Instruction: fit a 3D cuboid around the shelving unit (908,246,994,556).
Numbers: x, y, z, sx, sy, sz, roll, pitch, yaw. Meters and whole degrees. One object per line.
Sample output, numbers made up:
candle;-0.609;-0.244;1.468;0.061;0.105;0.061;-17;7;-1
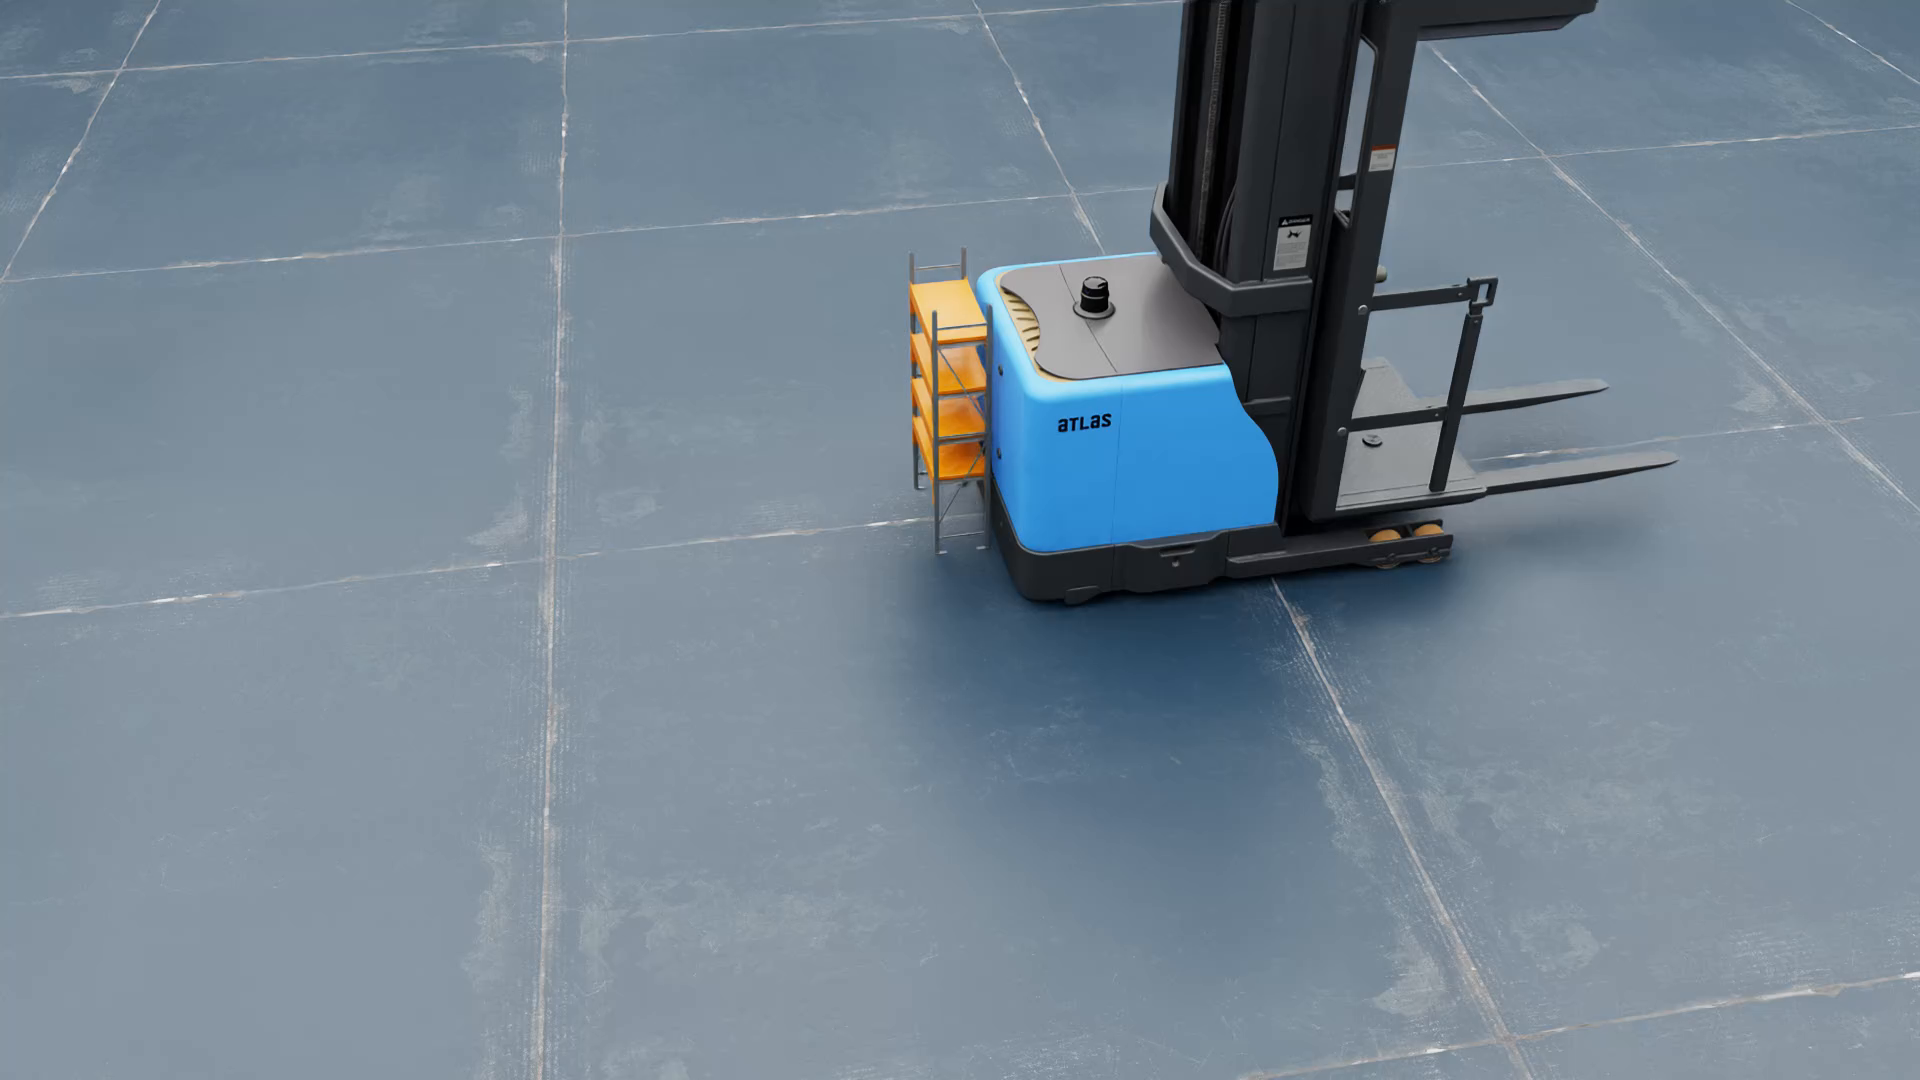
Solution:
shelving unit;-0.041;-0.573;7.009;0.258;1.200;0.503;-7;38;-9

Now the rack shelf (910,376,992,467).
rack shelf;-0.041;-0.520;7.051;0.258;0.148;0.480;-7;38;-9

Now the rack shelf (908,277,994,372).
rack shelf;-0.041;-0.883;6.768;0.258;0.148;0.480;-7;38;-9

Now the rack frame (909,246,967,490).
rack frame;-0.092;-0.719;7.198;0.240;1.200;0.015;-7;38;-9

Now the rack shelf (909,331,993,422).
rack shelf;-0.041;-0.696;6.913;0.258;0.148;0.480;-7;38;-9

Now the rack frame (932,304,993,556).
rack frame;0.009;-0.426;6.821;0.240;1.200;0.015;-7;38;-9

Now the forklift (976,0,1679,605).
forklift;1.627;-1.345;6.593;3.031;2.935;1.130;-7;38;-9

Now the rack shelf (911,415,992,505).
rack shelf;-0.042;-0.363;7.172;0.258;0.148;0.480;-7;38;-9
